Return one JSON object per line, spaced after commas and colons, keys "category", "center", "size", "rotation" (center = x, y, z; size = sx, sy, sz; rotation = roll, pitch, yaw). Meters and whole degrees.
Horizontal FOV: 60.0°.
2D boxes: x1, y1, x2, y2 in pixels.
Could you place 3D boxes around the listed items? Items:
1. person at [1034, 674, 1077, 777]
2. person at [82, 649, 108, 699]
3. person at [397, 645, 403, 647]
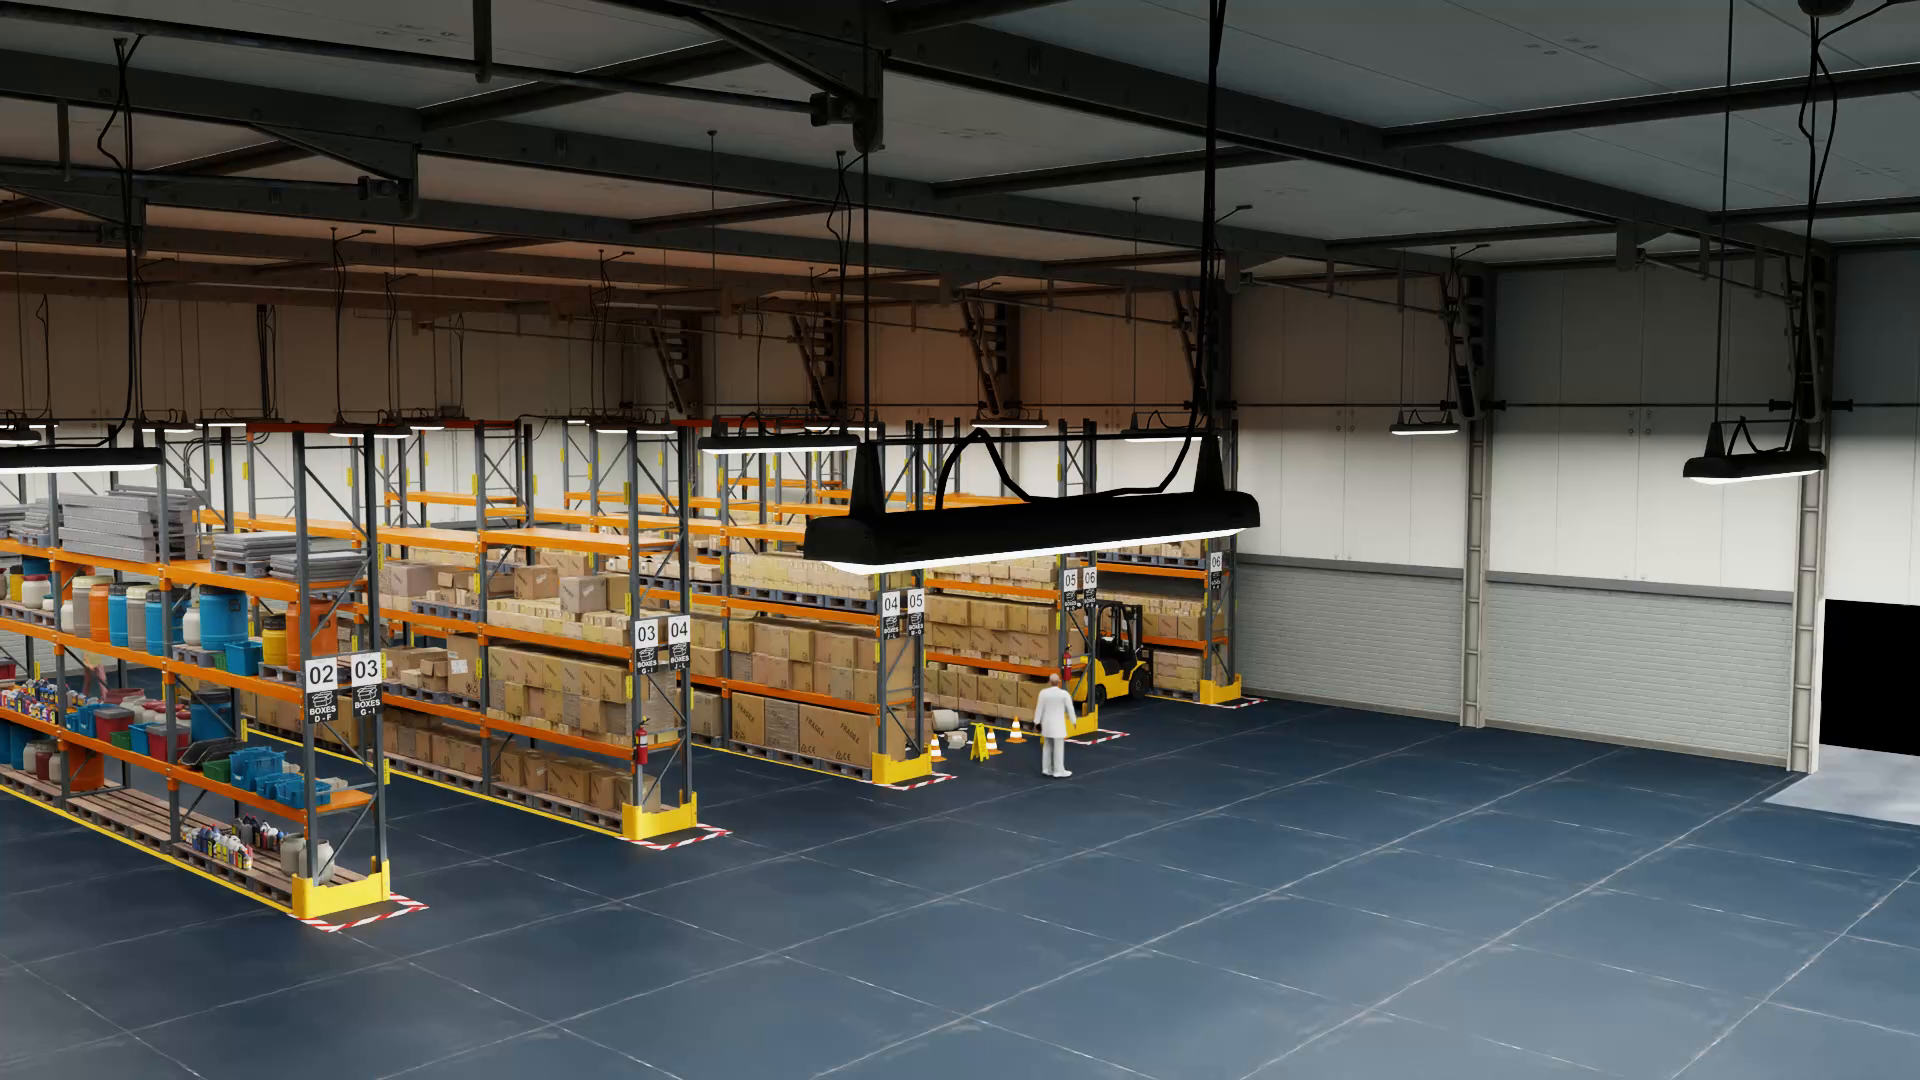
{"category": "person", "center": [1.629, 3.152, 28.278], "size": [0.656, 1.820, 0.591], "rotation": [3, 6, 36]}
{"category": "person", "center": [-18.238, 2.639, 34.986], "size": [1.023, 1.610, 0.419], "rotation": [4, 6, 41]}
{"category": "person", "center": [-10.939, 2.852, 32.772], "size": [0.500, 1.598, 0.363], "rotation": [3, 6, 35]}
